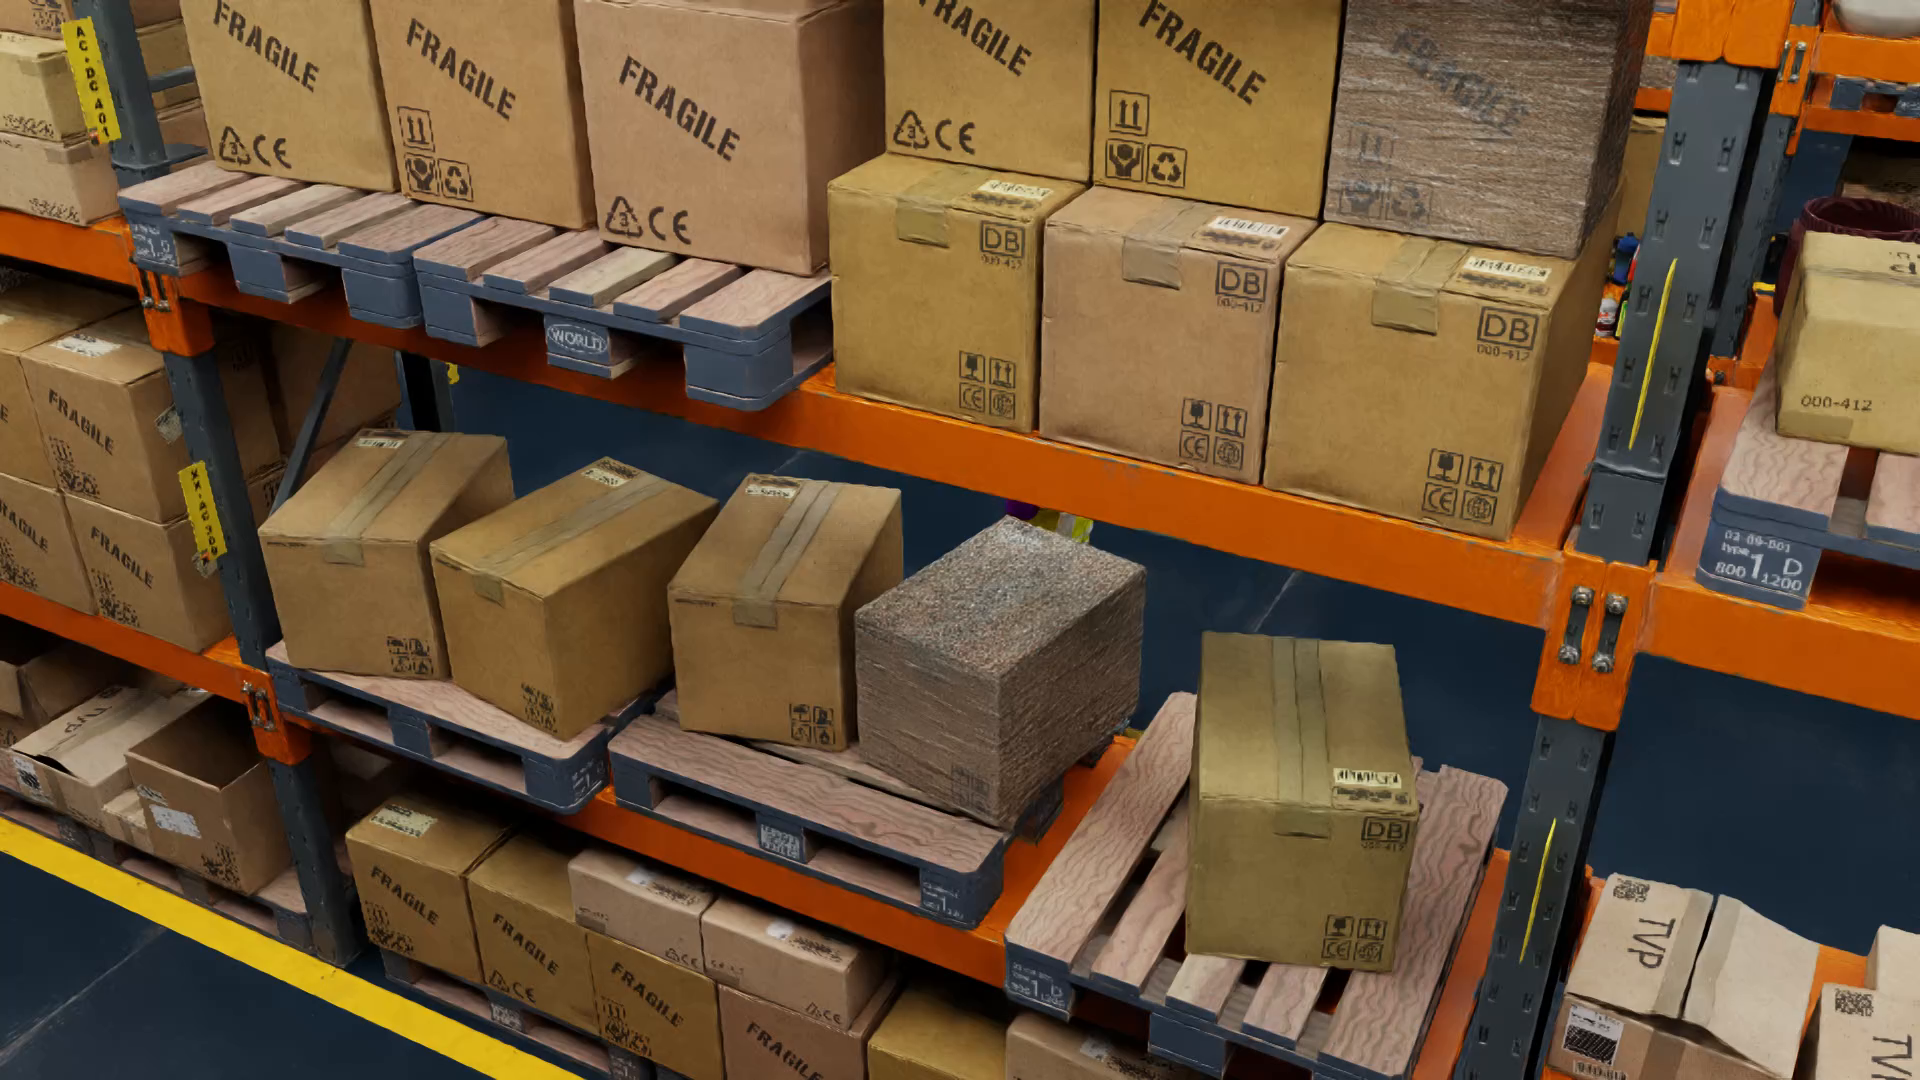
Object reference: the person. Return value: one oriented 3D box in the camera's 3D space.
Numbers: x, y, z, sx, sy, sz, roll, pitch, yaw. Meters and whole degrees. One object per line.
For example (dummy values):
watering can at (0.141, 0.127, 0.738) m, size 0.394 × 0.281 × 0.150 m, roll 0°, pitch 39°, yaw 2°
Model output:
person at (0.440, 0.066, 7.053) m, size 1.124 × 1.652 × 0.580 m, roll 14°, pitch 33°, yaw 22°
